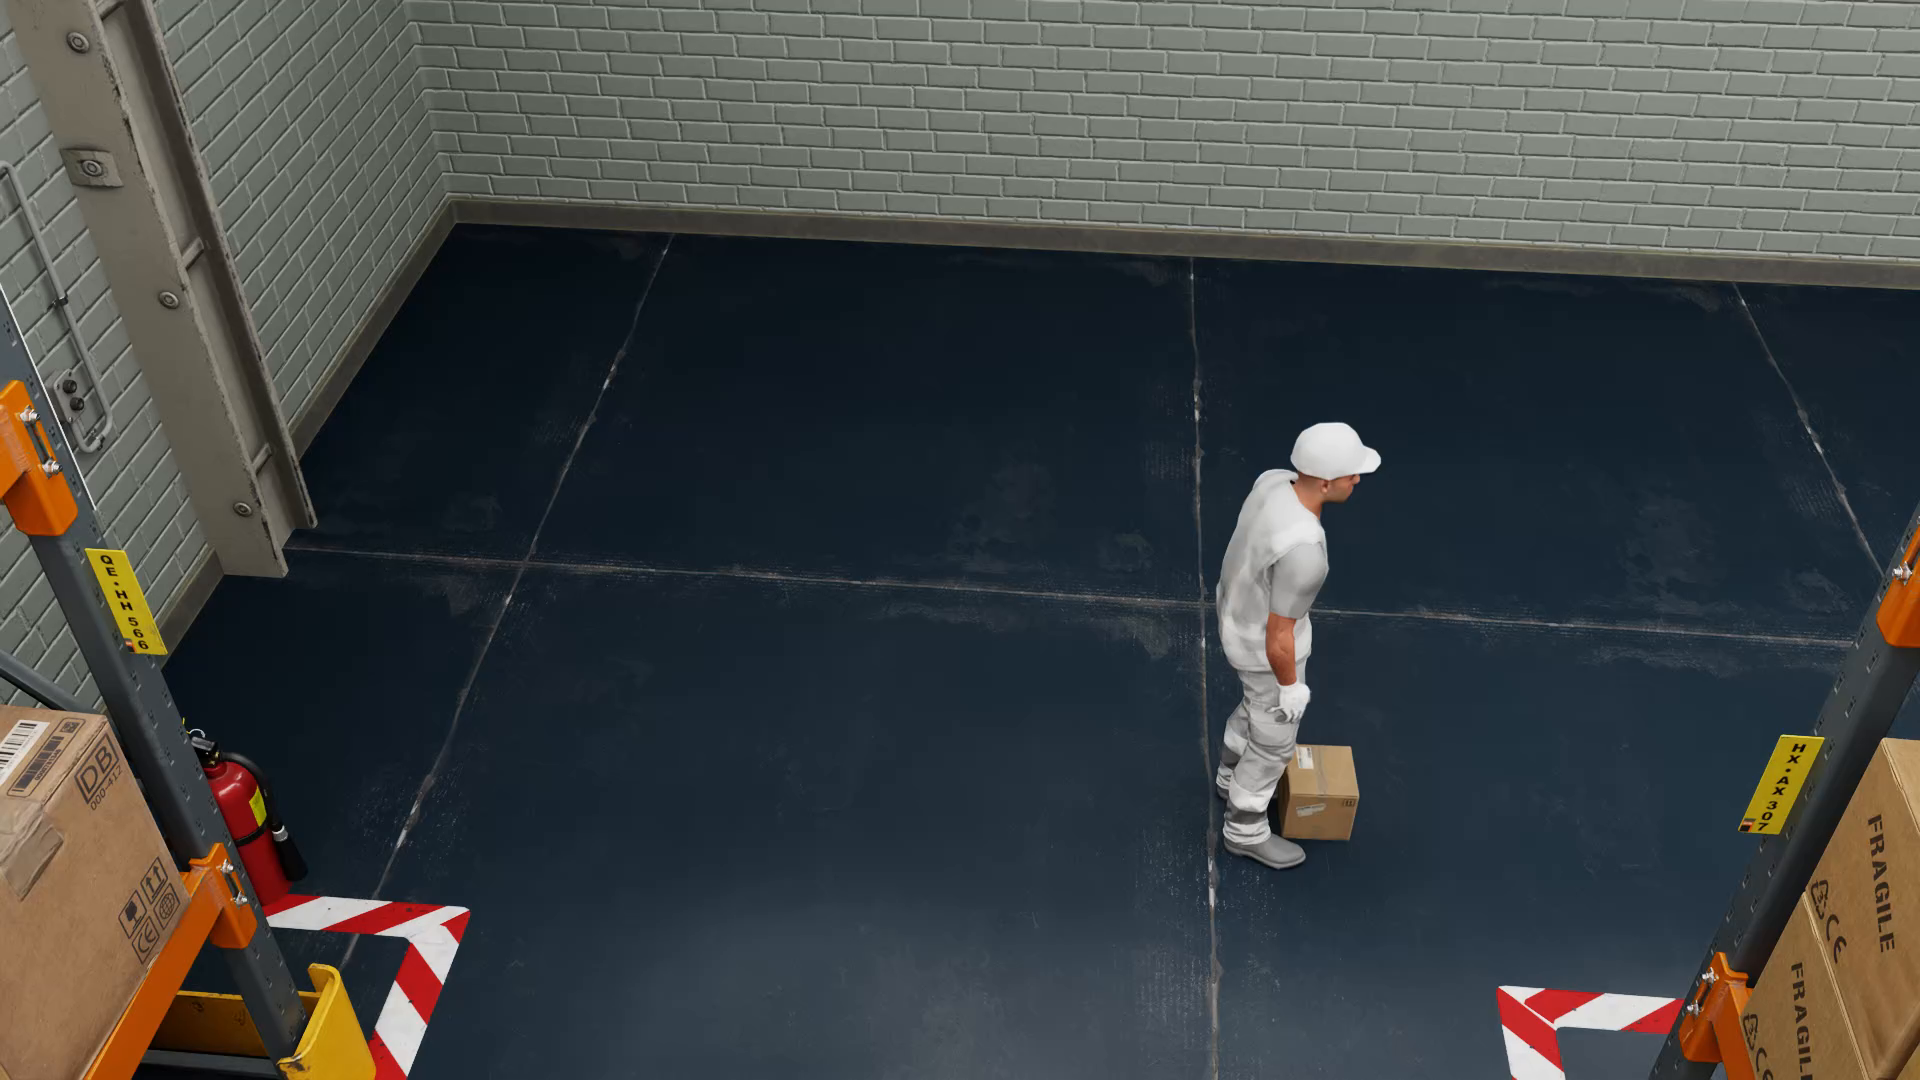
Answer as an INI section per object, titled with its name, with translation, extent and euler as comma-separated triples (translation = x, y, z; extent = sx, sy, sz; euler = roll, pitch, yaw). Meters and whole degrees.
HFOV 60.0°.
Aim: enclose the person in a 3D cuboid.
[person]
translation = 1.103, 0.347, 5.728
extent = 0.453, 1.777, 0.609
euler = 1, 40, 2
